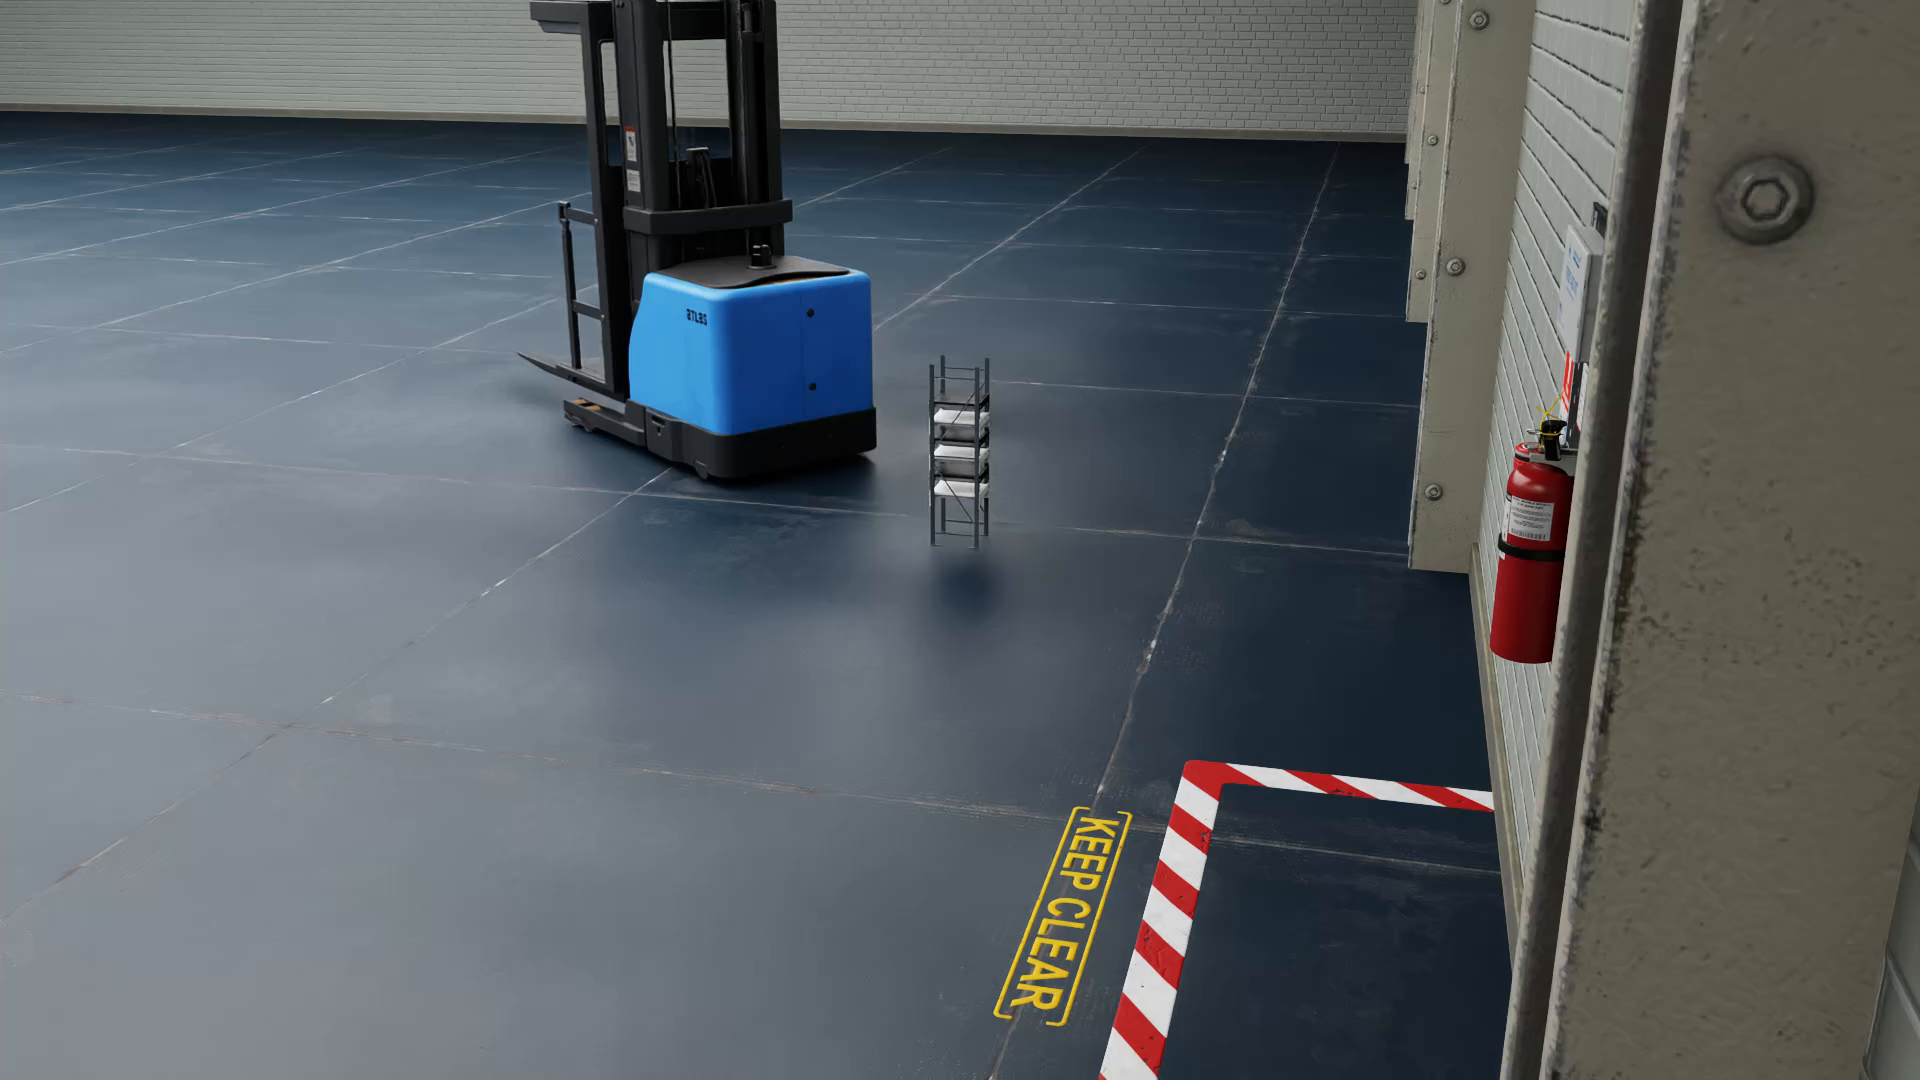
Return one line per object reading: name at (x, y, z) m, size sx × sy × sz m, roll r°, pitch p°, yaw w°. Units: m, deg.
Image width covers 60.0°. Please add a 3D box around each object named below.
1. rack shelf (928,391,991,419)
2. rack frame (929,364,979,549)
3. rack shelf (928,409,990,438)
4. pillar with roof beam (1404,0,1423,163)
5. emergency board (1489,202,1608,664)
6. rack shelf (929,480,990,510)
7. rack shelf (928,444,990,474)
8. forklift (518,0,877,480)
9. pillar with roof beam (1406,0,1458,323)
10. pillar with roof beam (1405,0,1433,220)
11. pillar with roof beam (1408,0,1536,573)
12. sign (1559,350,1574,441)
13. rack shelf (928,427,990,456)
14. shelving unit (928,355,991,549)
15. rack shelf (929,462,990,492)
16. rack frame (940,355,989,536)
rack shelf at (-0.002, -0.647, 7.958) m, size 0.258 × 0.077 × 0.200 m, roll 5°, pitch 19°, yaw 13°
rack frame at (-0.027, -0.391, 7.941) m, size 0.240 × 0.900 × 0.006 m, roll 5°, pitch 19°, yaw 13°
rack shelf at (-0.002, -0.562, 7.987) m, size 0.258 × 0.077 × 0.200 m, roll 5°, pitch 19°, yaw 13°
pillar with roof beam at (2.524, -10.157, 24.001) m, size 9.100 × 9.000 × 0.400 m, roll 5°, pitch 19°, yaw 13°
emergency board at (1.475, -0.227, 4.211) m, size 0.194 × 1.169 × 0.643 m, roll 5°, pitch 19°, yaw 13°
rack shelf at (-0.002, -0.221, 8.104) m, size 0.258 × 0.077 × 0.200 m, roll 5°, pitch 19°, yaw 13°
rack shelf at (-0.002, -0.392, 8.045) m, size 0.258 × 0.077 × 0.200 m, roll 5°, pitch 19°, yaw 13°
forklift at (-1.784, -2.125, 9.874) m, size 1.130 × 2.935 × 3.031 m, roll -14°, pitch 23°, yaw -36°
pillar with roof beam at (-0.408, -6.395, 12.990) m, size 9.100 × 9.000 × 0.400 m, roll 5°, pitch 19°, yaw 13°
pillar with roof beam at (1.058, -8.276, 18.496) m, size 9.100 × 9.000 × 0.400 m, roll 5°, pitch 19°, yaw 13°
pillar with roof beam at (-1.874, -4.515, 7.484) m, size 9.100 × 9.000 × 0.400 m, roll 5°, pitch 19°, yaw 13°
sign at (1.710, -0.409, 4.689) m, size 0.001 × 0.329 × 0.234 m, roll 5°, pitch 19°, yaw 13°
rack shelf at (-0.002, -0.477, 8.016) m, size 0.258 × 0.077 × 0.200 m, roll 5°, pitch 19°, yaw 13°
shelving unit at (-0.002, -0.423, 8.035) m, size 0.258 × 0.900 × 0.210 m, roll 5°, pitch 19°, yaw 13°
rack shelf at (-0.002, -0.307, 8.075) m, size 0.258 × 0.077 × 0.200 m, roll 5°, pitch 19°, yaw 13°
rack frame at (0.023, -0.455, 8.128) m, size 0.240 × 0.900 × 0.006 m, roll 5°, pitch 19°, yaw 13°
